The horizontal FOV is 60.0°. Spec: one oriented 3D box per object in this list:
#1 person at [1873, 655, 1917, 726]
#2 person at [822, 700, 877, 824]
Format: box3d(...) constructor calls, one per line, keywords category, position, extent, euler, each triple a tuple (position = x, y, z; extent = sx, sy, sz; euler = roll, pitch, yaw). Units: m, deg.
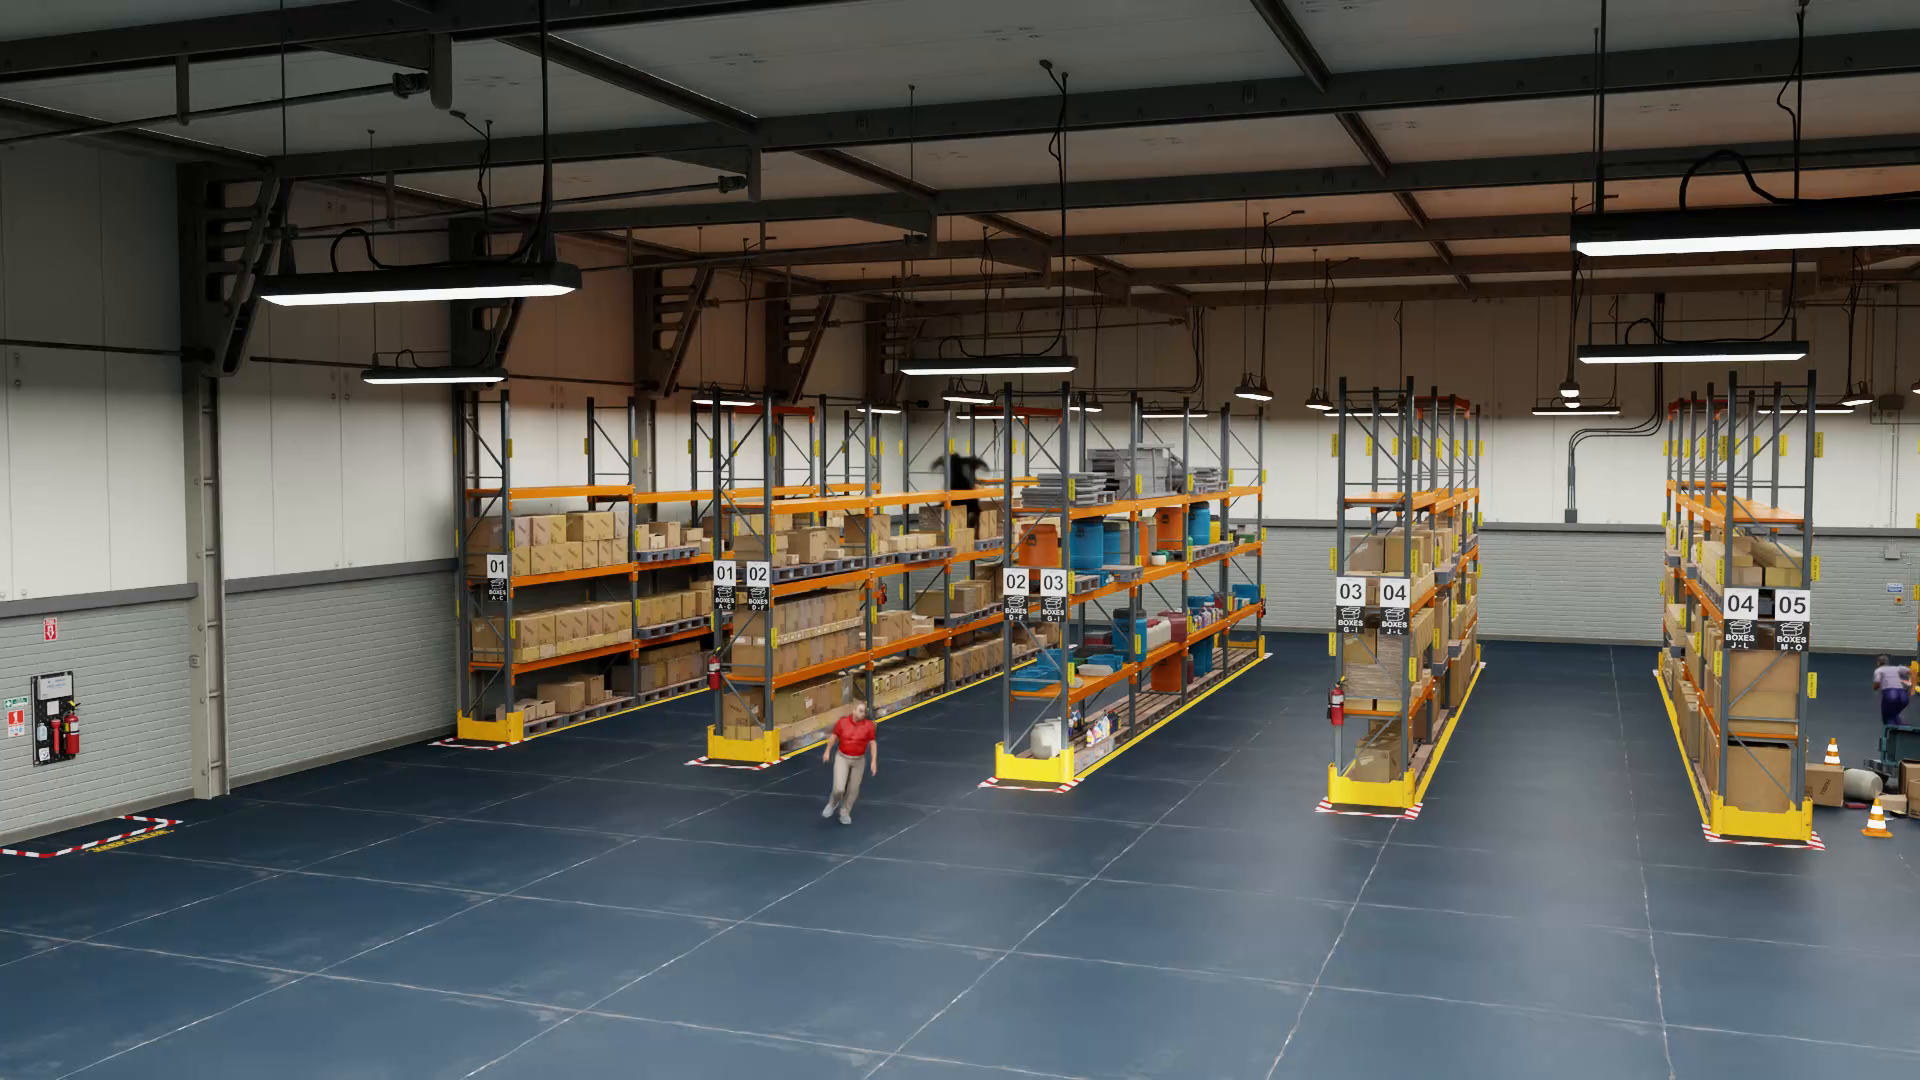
box3d(category="person", position=(15.825, 2.713, 28.160), extent=(0.643, 1.481, 0.833), euler=(0, 3, -3))
box3d(category="person", position=(-1.472, 2.949, 22.151), extent=(0.693, 1.680, 0.593), euler=(-1, 3, -17))
